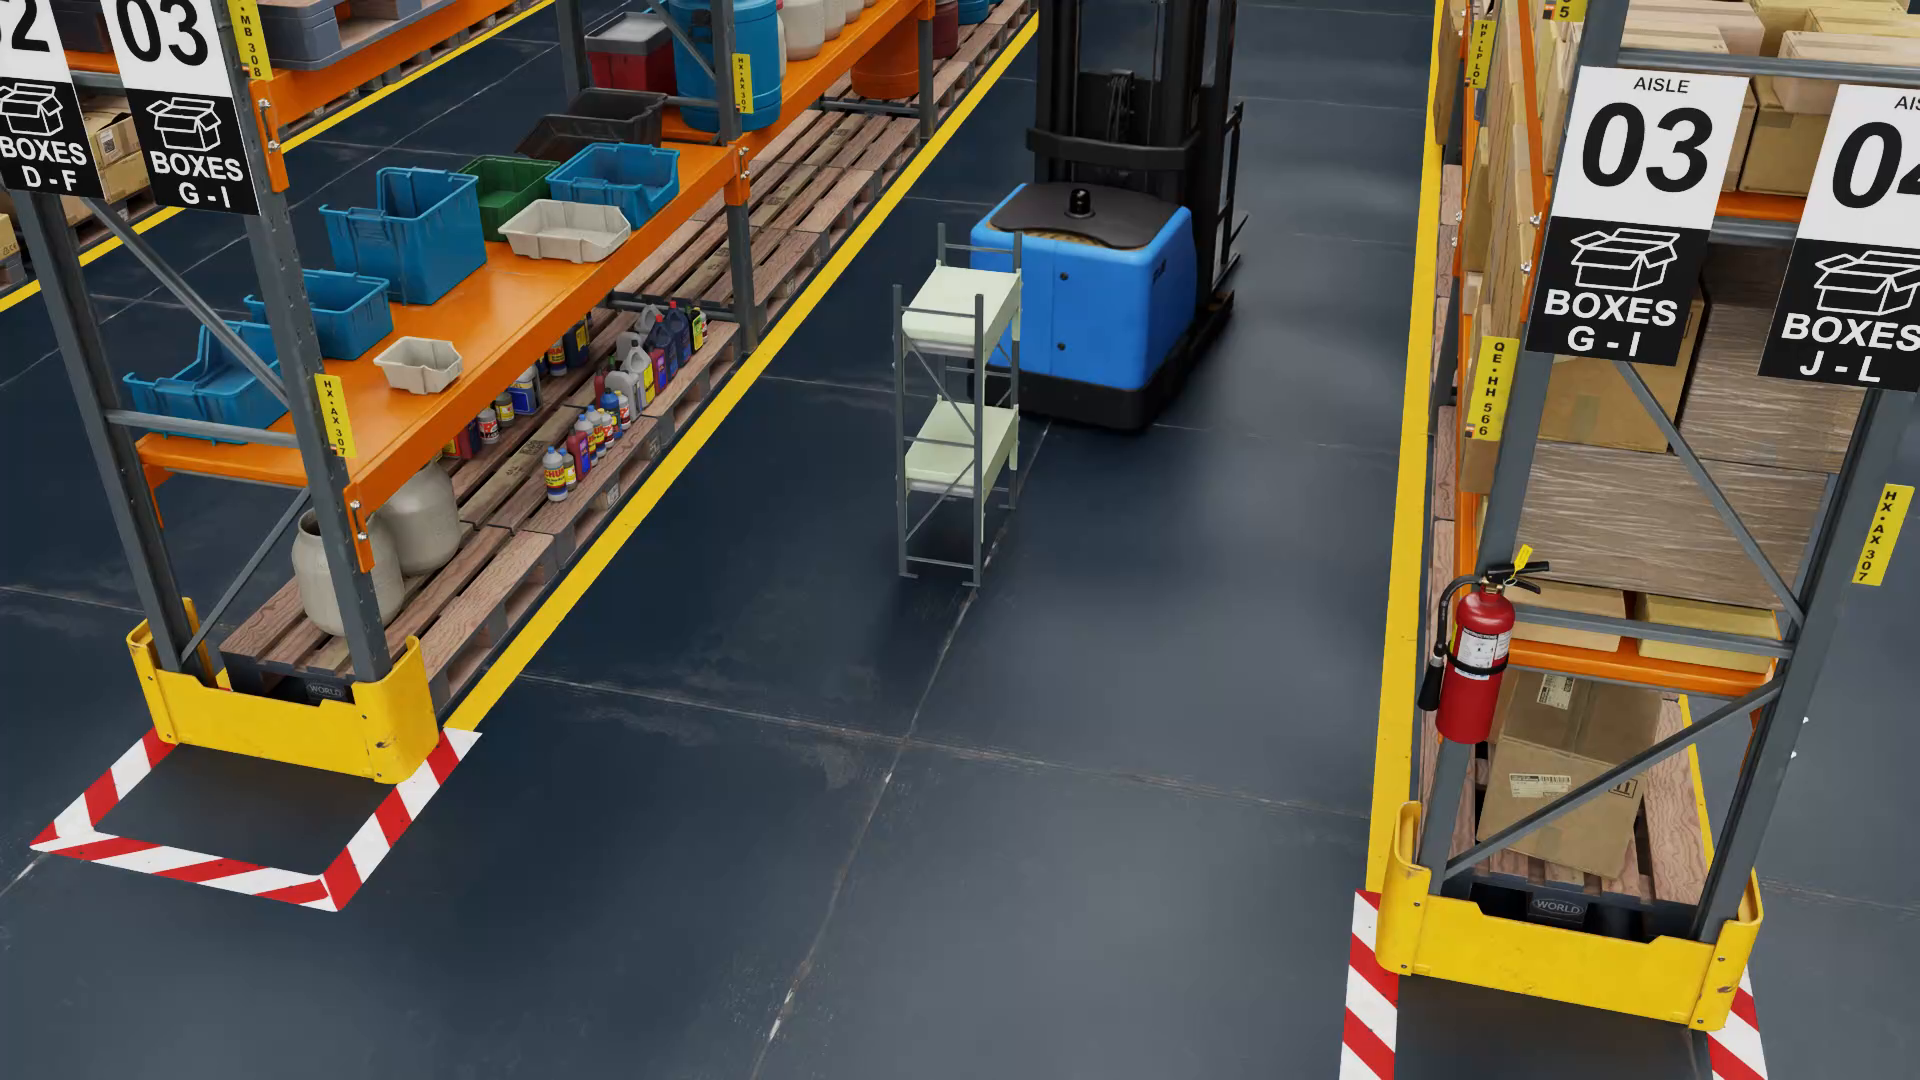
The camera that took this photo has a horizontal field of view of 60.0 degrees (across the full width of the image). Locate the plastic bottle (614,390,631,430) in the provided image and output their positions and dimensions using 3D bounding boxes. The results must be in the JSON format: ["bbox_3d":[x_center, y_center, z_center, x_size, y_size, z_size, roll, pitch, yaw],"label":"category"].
[{"bbox_3d":[-1.787,-0.688,8.735,0.097,0.201,0.097,0,32,0],"label":"plastic bottle"}]

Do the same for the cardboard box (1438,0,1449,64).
[{"bbox_3d":[4.729,-4.432,14.014,1.225,0.875,0.875,7,33,11],"label":"cardboard box"}]

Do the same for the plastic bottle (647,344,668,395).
[{"bbox_3d":[-1.658,-0.949,9.068,0.061,0.283,0.133,10,34,16],"label":"plastic bottle"}]

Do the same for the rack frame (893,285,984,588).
[{"bbox_3d":[-0.095,-0.440,7.543,0.400,1.500,0.023,8,33,12],"label":"rack frame"}]

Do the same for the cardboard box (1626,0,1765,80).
[{"bbox_3d":[2.000,-1.399,4.627,0.380,0.149,0.250,7,33,11],"label":"cardboard box"}]

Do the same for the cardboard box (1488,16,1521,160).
[{"bbox_3d":[2.582,-1.929,7.187,0.500,0.500,0.500,8,33,12],"label":"cardboard box"}]

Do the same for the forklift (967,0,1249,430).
[{"bbox_3d":[1.075,-2.616,9.633,1.130,2.935,3.031,13,35,19],"label":"forklift"}]

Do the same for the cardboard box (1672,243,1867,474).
[{"bbox_3d":[2.455,-0.561,5.033,0.500,0.500,0.500,8,33,12],"label":"cardboard box"}]

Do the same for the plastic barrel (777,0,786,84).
[{"bbox_3d":[-1.268,-2.997,10.041,0.433,0.535,0.433,0,32,0],"label":"plastic barrel"}]

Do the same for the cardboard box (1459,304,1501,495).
[{"bbox_3d":[2.229,-0.448,5.788,0.875,0.500,0.500,8,33,12],"label":"cardboard box"}]

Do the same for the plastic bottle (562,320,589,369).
[{"bbox_3d":[-2.190,-1.158,9.335,0.144,0.351,0.185,8,33,12],"label":"plastic bottle"}]

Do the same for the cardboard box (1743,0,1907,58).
[{"bbox_3d":[2.450,-1.474,4.745,0.380,0.149,0.250,7,33,12],"label":"cardboard box"}]

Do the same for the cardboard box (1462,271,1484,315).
[{"bbox_3d":[2.452,-1.105,7.427,0.380,0.149,0.250,8,33,12],"label":"cardboard box"}]

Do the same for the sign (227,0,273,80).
[{"bbox_3d":[-2.207,-1.589,5.150,0.100,0.325,0.005,8,33,12],"label":"sign"}]

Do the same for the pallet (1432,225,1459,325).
[{"bbox_3d":[3.571,-1.661,10.666,1.003,0.211,1.213,8,33,12],"label":"pallet"}]

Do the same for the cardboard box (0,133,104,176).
[{"bbox_3d":[-6.168,-2.583,11.166,0.500,0.311,0.500,8,33,13],"label":"cardboard box"}]

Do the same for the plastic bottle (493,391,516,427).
[{"bbox_3d":[-2.405,-0.706,8.763,0.097,0.201,0.097,0,32,0],"label":"plastic bottle"}]

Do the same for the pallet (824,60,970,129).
[{"bbox_3d":[-0.549,-3.786,14.009,1.003,0.211,1.213,8,33,12],"label":"pallet"}]

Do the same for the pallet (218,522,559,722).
[{"bbox_3d":[-2.553,0.313,7.561,1.003,0.211,1.213,8,33,12],"label":"pallet"}]

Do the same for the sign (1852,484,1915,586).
[{"bbox_3d":[2.577,-0.014,4.669,0.100,0.325,0.005,8,33,12],"label":"sign"}]

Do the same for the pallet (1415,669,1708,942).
[{"bbox_3d":[2.312,0.998,6.483,1.003,0.211,1.213,8,33,12],"label":"pallet"}]

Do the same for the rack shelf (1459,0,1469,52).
[{"bbox_3d":[4.590,-4.608,13.374,1.077,0.370,4.000,8,33,12],"label":"rack shelf"}]

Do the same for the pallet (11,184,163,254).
[{"bbox_3d":[-6.364,-2.360,11.765,1.003,0.211,1.213,8,33,12],"label":"pallet"}]

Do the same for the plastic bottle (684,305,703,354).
[{"bbox_3d":[-1.526,-1.217,9.491,0.061,0.283,0.133,10,34,15],"label":"plastic bottle"}]

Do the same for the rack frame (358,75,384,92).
[{"bbox_3d":[-5.499,-5.225,13.673,1.000,3.000,0.127,8,33,12],"label":"rack frame"}]

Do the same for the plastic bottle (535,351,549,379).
[{"bbox_3d":[-2.378,-1.080,9.212,0.144,0.351,0.185,7,33,10],"label":"plastic bottle"}]

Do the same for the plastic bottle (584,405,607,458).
[{"bbox_3d":[-1.865,-0.559,8.467,0.097,0.271,0.097,0,32,0],"label":"plastic bottle"}]

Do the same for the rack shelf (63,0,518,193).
[{"bbox_3d":[-2.231,-2.397,7.099,1.077,0.370,4.000,8,33,12],"label":"rack shelf"}]

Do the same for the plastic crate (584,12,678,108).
[{"bbox_3d":[-1.896,-2.793,9.787,0.402,0.464,0.583,8,33,12],"label":"plastic crate"}]

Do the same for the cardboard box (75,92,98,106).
[{"bbox_3d":[-6.433,-3.181,12.107,0.500,0.311,0.500,8,33,12],"label":"cardboard box"}]

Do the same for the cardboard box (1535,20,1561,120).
[{"bbox_3d":[2.053,-1.469,5.109,0.500,0.250,0.500,8,33,13],"label":"cardboard box"}]

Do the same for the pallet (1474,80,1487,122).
[{"bbox_3d":[3.620,-2.760,9.975,1.003,0.211,1.213,8,33,12],"label":"pallet"}]

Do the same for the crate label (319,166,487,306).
[{"bbox_3d":[-2.533,-1.404,7.629,0.502,0.435,0.616,8,33,12],"label":"crate label"}]

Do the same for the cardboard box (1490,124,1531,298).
[{"bbox_3d":[2.204,-1.151,5.962,0.500,0.500,0.500,8,33,12],"label":"cardboard box"}]

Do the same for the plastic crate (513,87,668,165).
[{"bbox_3d":[-1.979,-2.192,8.960,0.767,0.338,0.504,8,33,12],"label":"plastic crate"}]

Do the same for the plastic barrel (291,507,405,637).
[{"bbox_3d":[-2.645,0.124,7.187,0.421,0.512,0.421,0,32,0],"label":"plastic barrel"}]

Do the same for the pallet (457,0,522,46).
[{"bbox_3d":[-4.961,-5.061,16.015,1.003,0.211,1.213,8,33,12],"label":"pallet"}]

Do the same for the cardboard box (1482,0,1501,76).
[{"bbox_3d":[3.418,-2.931,9.577,0.797,0.503,0.637,11,34,17],"label":"cardboard box"}]

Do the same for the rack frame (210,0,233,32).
[{"bbox_3d":[-2.738,-2.929,4.469,1.000,3.000,0.127,8,33,12],"label":"rack frame"}]

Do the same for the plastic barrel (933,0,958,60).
[{"bbox_3d":[-0.314,-4.550,14.468,0.600,0.588,0.708,8,33,12],"label":"plastic barrel"}]

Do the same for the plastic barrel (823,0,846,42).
[{"bbox_3d":[-0.972,-3.602,10.993,0.433,0.535,0.433,0,32,0],"label":"plastic barrel"}]

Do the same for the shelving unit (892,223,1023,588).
[{"bbox_3d":[-0.002,-0.629,7.842,0.431,1.500,0.755,8,33,12],"label":"shelving unit"}]

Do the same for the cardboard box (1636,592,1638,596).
[{"bbox_3d":[2.437,0.141,5.467,0.380,0.149,0.250,8,33,12],"label":"cardboard box"}]

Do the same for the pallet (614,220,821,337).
[{"bbox_3d":[-1.562,-1.709,10.741,1.003,0.211,1.213,8,33,12],"label":"pallet"}]

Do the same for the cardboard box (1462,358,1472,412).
[{"bbox_3d":[2.204,-0.585,6.609,0.380,0.149,0.250,8,33,12],"label":"cardboard box"}]

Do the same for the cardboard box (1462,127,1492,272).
[{"bbox_3d":[2.732,-1.486,7.422,0.875,0.500,0.500,8,33,12],"label":"cardboard box"}]

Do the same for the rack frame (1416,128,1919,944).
[{"bbox_3d":[2.052,0.277,5.018,1.000,3.000,0.127,8,33,12],"label":"rack frame"}]

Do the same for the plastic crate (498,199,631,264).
[{"bbox_3d":[-1.890,-1.484,8.035,0.530,0.136,0.437,8,33,12],"label":"plastic crate"}]

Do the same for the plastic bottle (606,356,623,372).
[{"bbox_3d":[-1.844,-0.872,8.948,0.061,0.283,0.133,8,33,12],"label":"plastic bottle"}]

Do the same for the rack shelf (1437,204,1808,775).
[{"bbox_3d":[2.560,-0.457,6.843,1.077,0.370,4.000,8,33,12],"label":"rack shelf"}]

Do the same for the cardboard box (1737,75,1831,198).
[{"bbox_3d":[2.425,-1.140,4.591,0.500,0.250,0.500,9,34,14],"label":"cardboard box"}]

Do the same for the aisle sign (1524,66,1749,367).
[{"bbox_3d":[1.746,-0.828,4.334,0.394,0.787,0.004,8,33,12],"label":"aisle sign"}]

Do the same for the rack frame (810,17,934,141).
[{"bbox_3d":[-0.708,-4.548,12.609,1.000,3.000,0.127,8,33,12],"label":"rack frame"}]

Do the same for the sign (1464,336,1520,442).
[{"bbox_3d":[1.521,-0.431,4.758,0.100,0.325,0.005,8,33,12],"label":"sign"}]

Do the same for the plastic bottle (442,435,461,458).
[{"bbox_3d":[-2.606,-0.573,8.484,0.152,0.276,0.135,8,33,13],"label":"plastic bottle"}]

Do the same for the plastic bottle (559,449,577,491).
[{"bbox_3d":[-1.951,-0.354,8.209,0.097,0.201,0.097,0,32,0],"label":"plastic bottle"}]

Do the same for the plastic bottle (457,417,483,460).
[{"bbox_3d":[-2.503,-0.562,8.460,0.061,0.283,0.133,8,33,12],"label":"plastic bottle"}]
